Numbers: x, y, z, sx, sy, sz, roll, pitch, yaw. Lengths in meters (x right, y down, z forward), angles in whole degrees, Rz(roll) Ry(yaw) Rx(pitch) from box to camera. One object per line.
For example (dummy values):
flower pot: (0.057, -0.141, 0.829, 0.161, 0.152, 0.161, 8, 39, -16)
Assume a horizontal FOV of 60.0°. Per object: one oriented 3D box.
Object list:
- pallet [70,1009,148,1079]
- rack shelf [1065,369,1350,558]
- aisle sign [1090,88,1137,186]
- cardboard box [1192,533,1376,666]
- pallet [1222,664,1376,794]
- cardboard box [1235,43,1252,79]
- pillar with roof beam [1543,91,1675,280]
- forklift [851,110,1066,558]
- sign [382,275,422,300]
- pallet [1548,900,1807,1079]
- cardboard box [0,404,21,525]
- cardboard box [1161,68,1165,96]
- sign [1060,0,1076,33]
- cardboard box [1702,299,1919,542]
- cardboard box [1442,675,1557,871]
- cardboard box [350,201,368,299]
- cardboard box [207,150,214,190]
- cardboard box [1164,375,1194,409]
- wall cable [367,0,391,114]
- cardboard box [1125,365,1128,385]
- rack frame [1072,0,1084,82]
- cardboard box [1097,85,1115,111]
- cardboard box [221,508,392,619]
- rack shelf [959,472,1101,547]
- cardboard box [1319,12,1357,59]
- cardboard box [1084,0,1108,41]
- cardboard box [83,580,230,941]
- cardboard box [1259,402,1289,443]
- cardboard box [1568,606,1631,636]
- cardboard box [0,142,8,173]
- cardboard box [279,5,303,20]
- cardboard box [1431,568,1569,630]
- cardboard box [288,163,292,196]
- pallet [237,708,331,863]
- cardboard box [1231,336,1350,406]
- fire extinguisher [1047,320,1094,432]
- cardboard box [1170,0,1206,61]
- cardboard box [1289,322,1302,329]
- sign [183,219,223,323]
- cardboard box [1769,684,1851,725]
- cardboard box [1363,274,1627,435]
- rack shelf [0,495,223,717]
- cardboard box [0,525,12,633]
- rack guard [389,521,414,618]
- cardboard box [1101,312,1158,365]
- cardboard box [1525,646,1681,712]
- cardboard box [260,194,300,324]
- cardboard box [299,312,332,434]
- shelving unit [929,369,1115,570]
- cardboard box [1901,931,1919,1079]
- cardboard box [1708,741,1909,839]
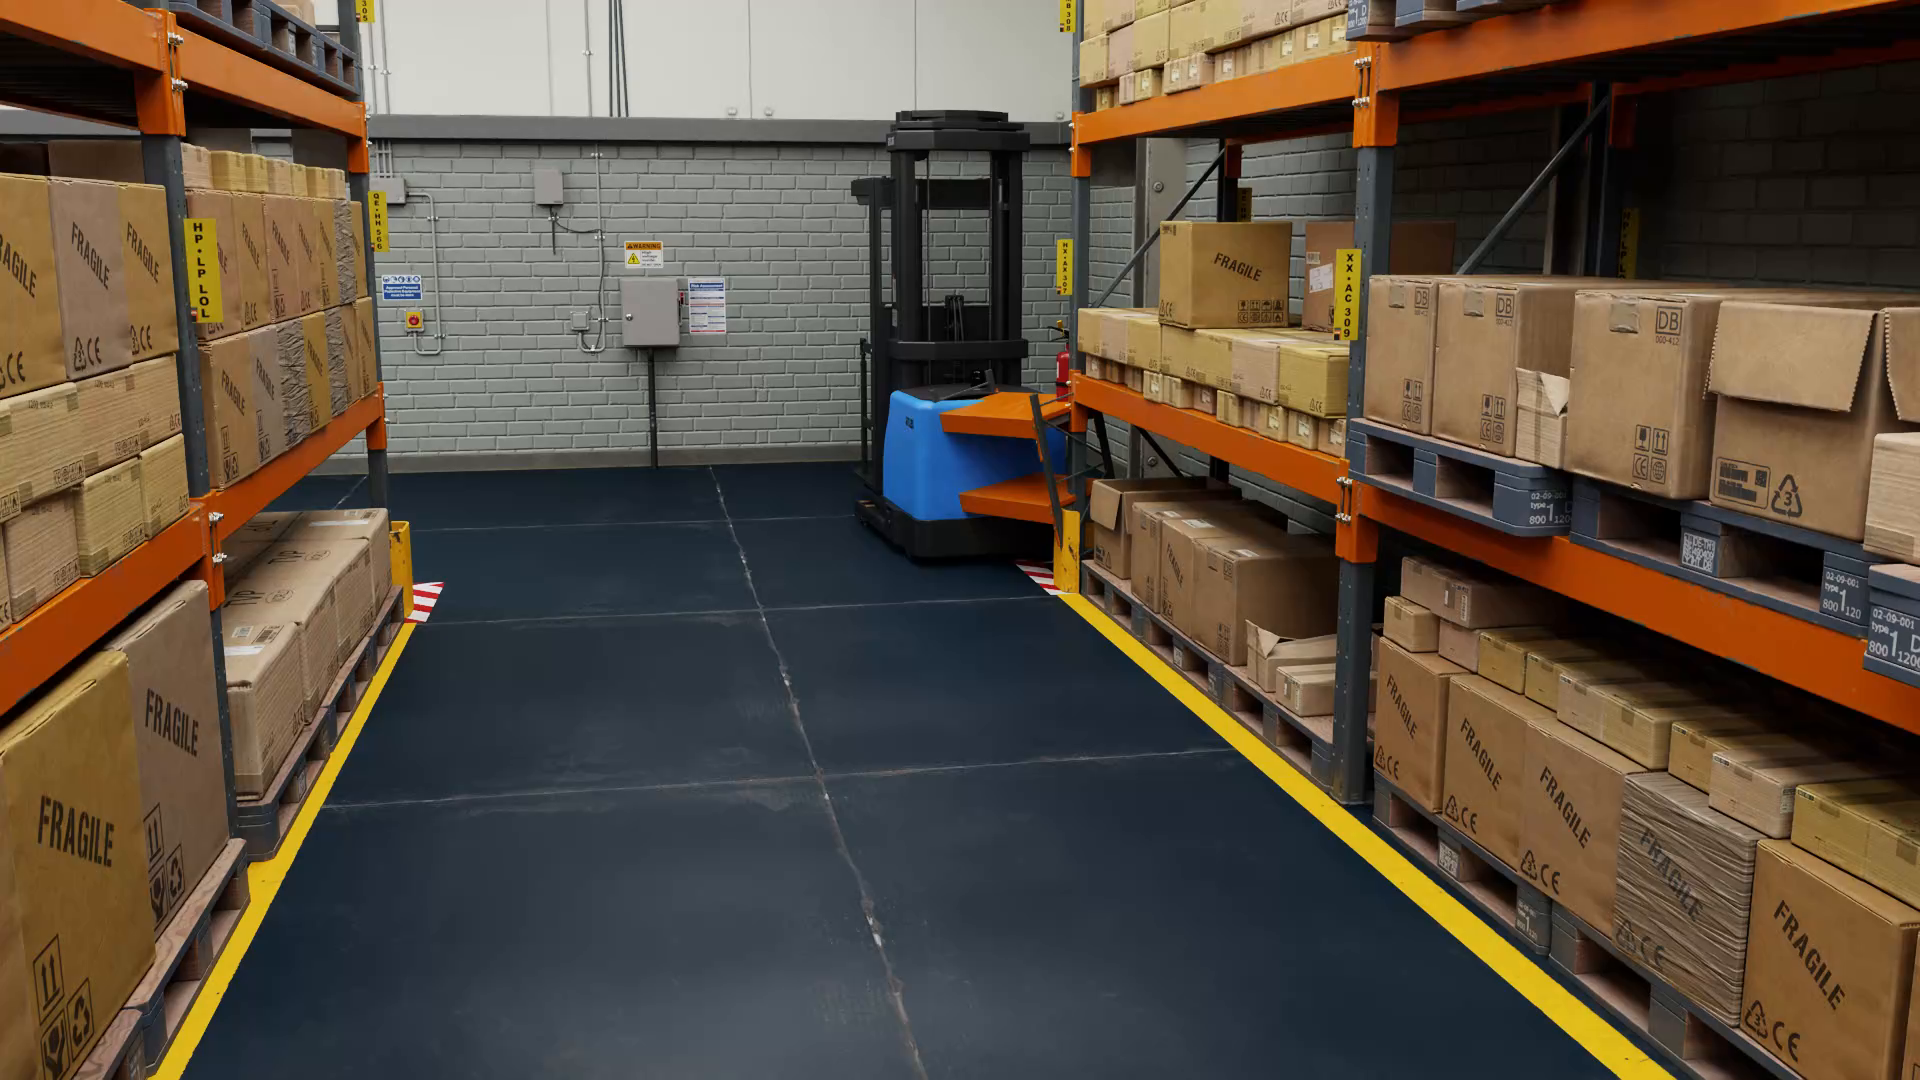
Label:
pallet: (-2.467, 1.431, 3.612, 1.003, 0.211, 1.213, -2, 11, -11)
rack shelf: (1.547, -0.496, 8.205, 1.077, 0.370, 4.000, -2, 11, -11)
aisle sign: (0.857, -2.495, 9.832, 0.394, 0.787, 0.004, -2, 11, -11)
cardboard box: (1.514, 0.269, 7.821, 0.700, 0.500, 0.500, -3, 11, -13)
pallet: (1.803, 0.761, 7.133, 1.003, 0.211, 1.213, -2, 11, -11)
cardboard box: (1.422, -2.078, 7.241, 0.380, 0.149, 0.250, -2, 11, -9)
pillar with roof beam: (-1.538, -3.434, 5.670, 9.100, 9.000, 0.400, -2, 11, -11)
forklift: (-0.161, -1.553, 12.019, 1.130, 2.935, 3.031, -3, 11, -15)
sign: (-4.889, -2.211, 14.567, 0.327, 0.218, 0.001, -2, 11, -11)
pallet: (2.372, 1.259, 4.517, 1.003, 0.211, 1.213, -2, 11, -11)
cardboard box: (-2.280, -0.122, 3.379, 0.500, 0.250, 0.500, -2, 11, -10)
cardboard box: (1.216, -2.264, 8.221, 0.380, 0.149, 0.250, -2, 11, -12)
sign: (0.626, -3.100, 9.599, 0.100, 0.325, 0.005, -2, 11, -11)
cardboard box: (2.215, -0.299, 3.845, 0.797, 0.503, 0.637, -2, 11, -12)
cardboard box: (1.923, 0.733, 5.385, 0.500, 0.500, 0.500, -2, 11, -12)
cardboard box: (-3.383, -1.496, 8.591, 0.500, 0.500, 0.500, -2, 11, -9)
cardboard box: (-2.896, -1.320, 5.931, 0.380, 0.149, 0.250, -2, 11, -12)
cardboard box: (1.226, -0.737, 8.219, 0.380, 0.149, 0.250, -2, 11, -10)
wall cable: (-5.093, -5.015, 13.980, 0.463, 3.000, 0.029, -2, 11, -11)
cardboard box: (1.133, -0.931, 9.237, 0.380, 0.149, 0.250, -2, 11, -12)
rack frame: (1.158, -4.164, 9.504, 1.000, 3.000, 0.127, -2, 11, -11)
cardboard box: (0.992, -2.500, 9.457, 0.380, 0.149, 0.250, -2, 11, -10)
cardboard box: (-3.484, 0.135, 8.697, 0.875, 0.438, 0.875, -3, 11, -13)
rack shelf: (0.476, -0.222, 10.522, 0.538, 0.278, 1.000, -23, 19, -32)
cardboard box: (1.576, -1.888, 6.244, 0.380, 0.149, 0.250, -2, 11, -11)
cardboard box: (0.998, -2.917, 9.248, 0.500, 0.250, 0.500, -2, 11, -12)
cardboard box: (-2.733, 0.647, 4.836, 0.875, 0.875, 0.875, -2, 11, -9)
cardboard box: (1.480, -0.502, 6.986, 0.380, 0.149, 0.250, -2, 11, -10)
cardboard box: (2.347, 0.325, 5.792, 0.380, 0.149, 0.250, -2, 11, -11)
cardboard box: (-3.304, -1.205, 5.331, 0.380, 0.149, 0.250, -2, 11, -12)
cardboard box: (-3.374, -2.488, 8.002, 0.380, 0.149, 0.250, -3, 11, -15)
cardboard box: (1.842, 0.195, 5.679, 0.380, 0.149, 0.250, -3, 11, -14)
cardboard box: (-3.109, -1.555, 7.166, 0.380, 0.149, 0.250, -2, 11, -9)
pallet: (-3.003, 0.926, 6.267, 1.003, 0.211, 1.213, -2, 11, -11)
cardboard box: (1.486, -0.731, 7.121, 0.500, 0.250, 0.500, -2, 11, -11)
fire extinguisher: (0.676, -1.005, 10.161, 0.296, 0.674, 0.183, -2, 11, -11)
cardboard box: (1.306, -2.390, 7.816, 0.500, 0.250, 0.500, -2, 11, -12)
cardboard box: (1.800, -0.933, 8.180, 0.500, 0.250, 0.500, -2, 11, -11)
sign: (-2.402, -0.853, 5.271, 0.100, 0.325, 0.005, -2, 11, -11)
cardboard box: (2.584, 0.513, 4.806, 0.380, 0.149, 0.250, -2, 11, -10)
cardboard box: (1.811, -0.641, 5.653, 0.700, 0.500, 0.500, -2, 11, -10)
rack shelf: (-2.543, 0.419, 3.399, 1.077, 0.370, 4.000, -2, 11, -11)
cardboard box: (-2.315, 0.126, 3.411, 0.500, 0.250, 0.500, -2, 11, -11)
rack guard: (-3.715, 0.188, 9.370, 1.175, 0.500, 0.348, -2, 11, -11)
cardboard box: (1.080, -1.103, 9.077, 0.500, 0.250, 0.500, -2, 11, -10)
cardboard box: (2.002, 0.440, 5.189, 0.380, 0.149, 0.250, -2, 11, -12)
cardboard box: (-2.968, -1.125, 6.645, 0.500, 0.500, 0.500, -2, 11, -10)
cardboard box: (-3.051, -0.725, 7.214, 0.500, 0.500, 0.500, -2, 11, -9)
shelving unit: (0.425, -0.452, 10.456, 0.538, 1.125, 1.048, -23, 19, -32)
cardboard box: (2.334, 1.111, 3.401, 0.500, 0.500, 0.500, -2, 11, -12)
cardboard box: (2.139, 0.628, 4.201, 0.380, 0.149, 0.250, -3, 11, -14)
